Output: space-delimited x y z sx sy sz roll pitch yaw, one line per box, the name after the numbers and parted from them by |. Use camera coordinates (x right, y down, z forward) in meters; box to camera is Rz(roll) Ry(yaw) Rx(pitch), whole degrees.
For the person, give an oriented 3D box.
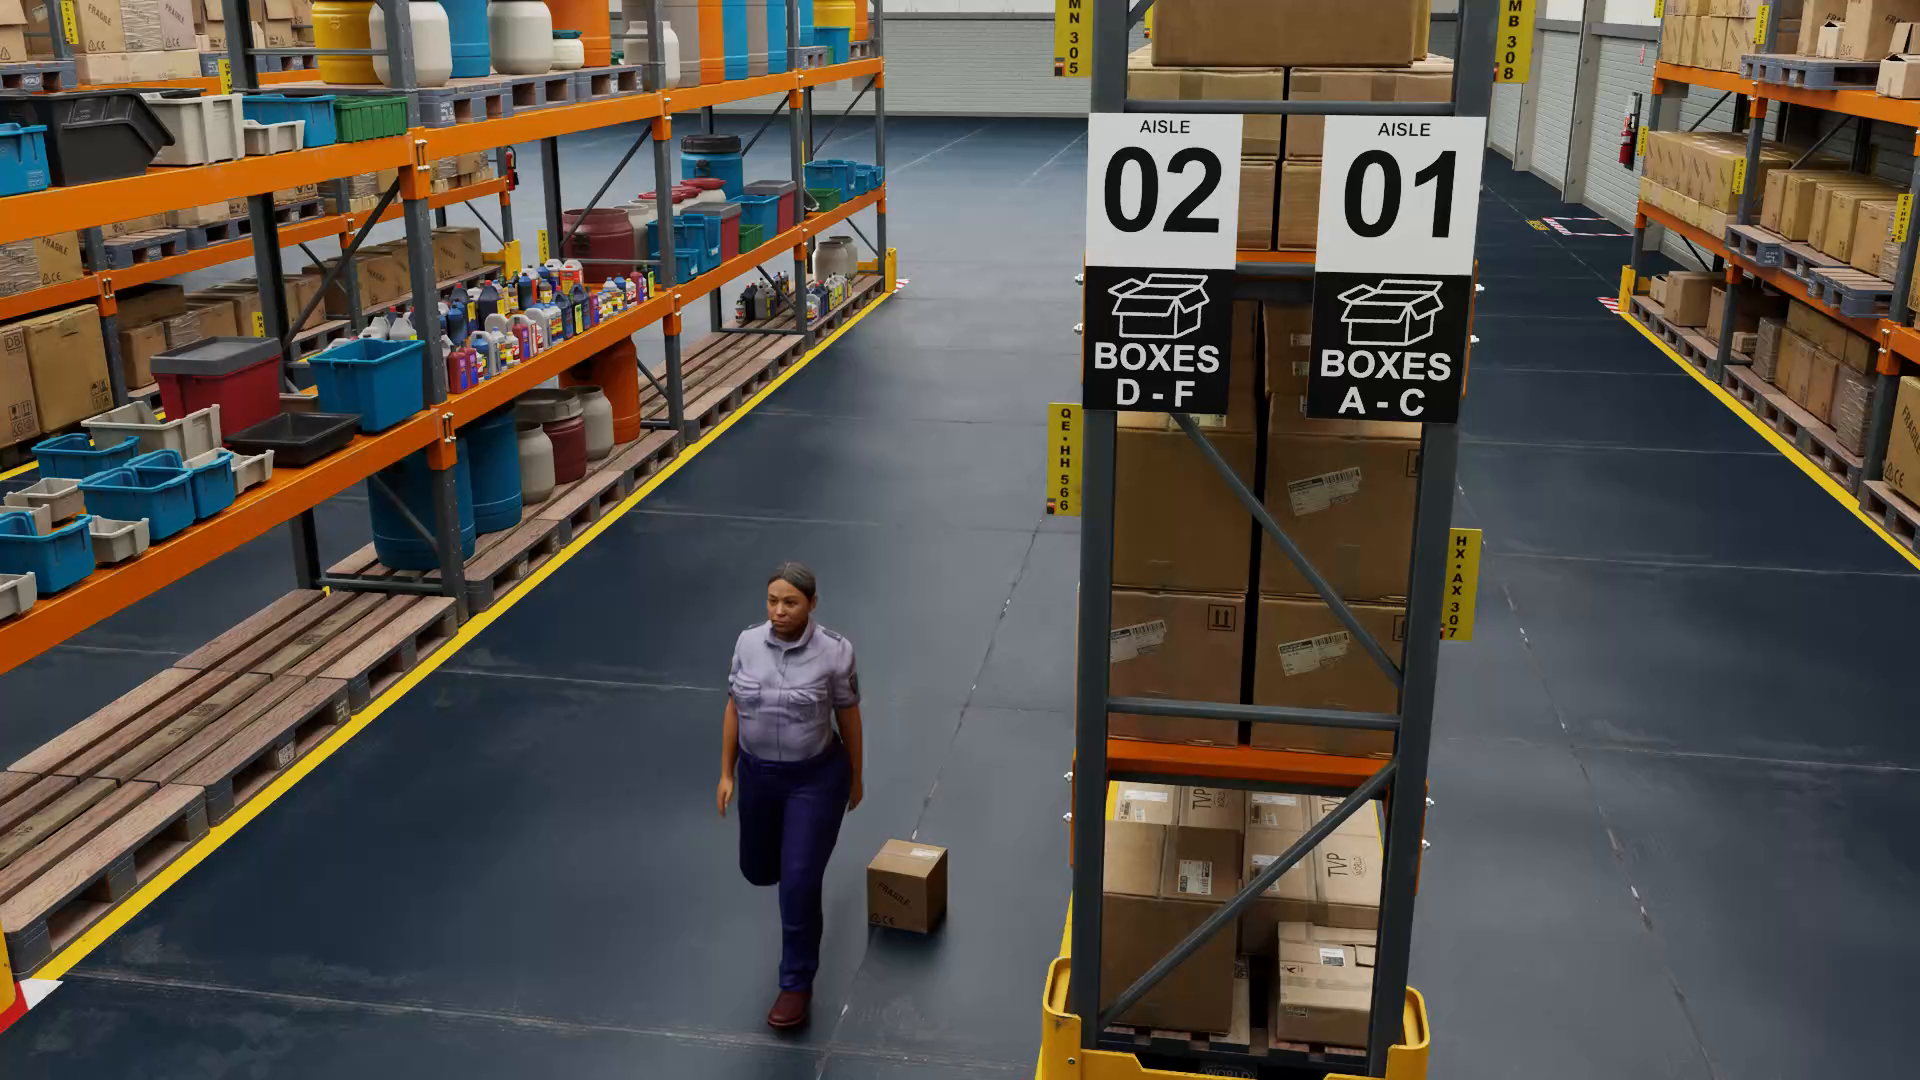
-0.601 0.832 5.986 0.496 1.597 0.863 6 19 18 | person
